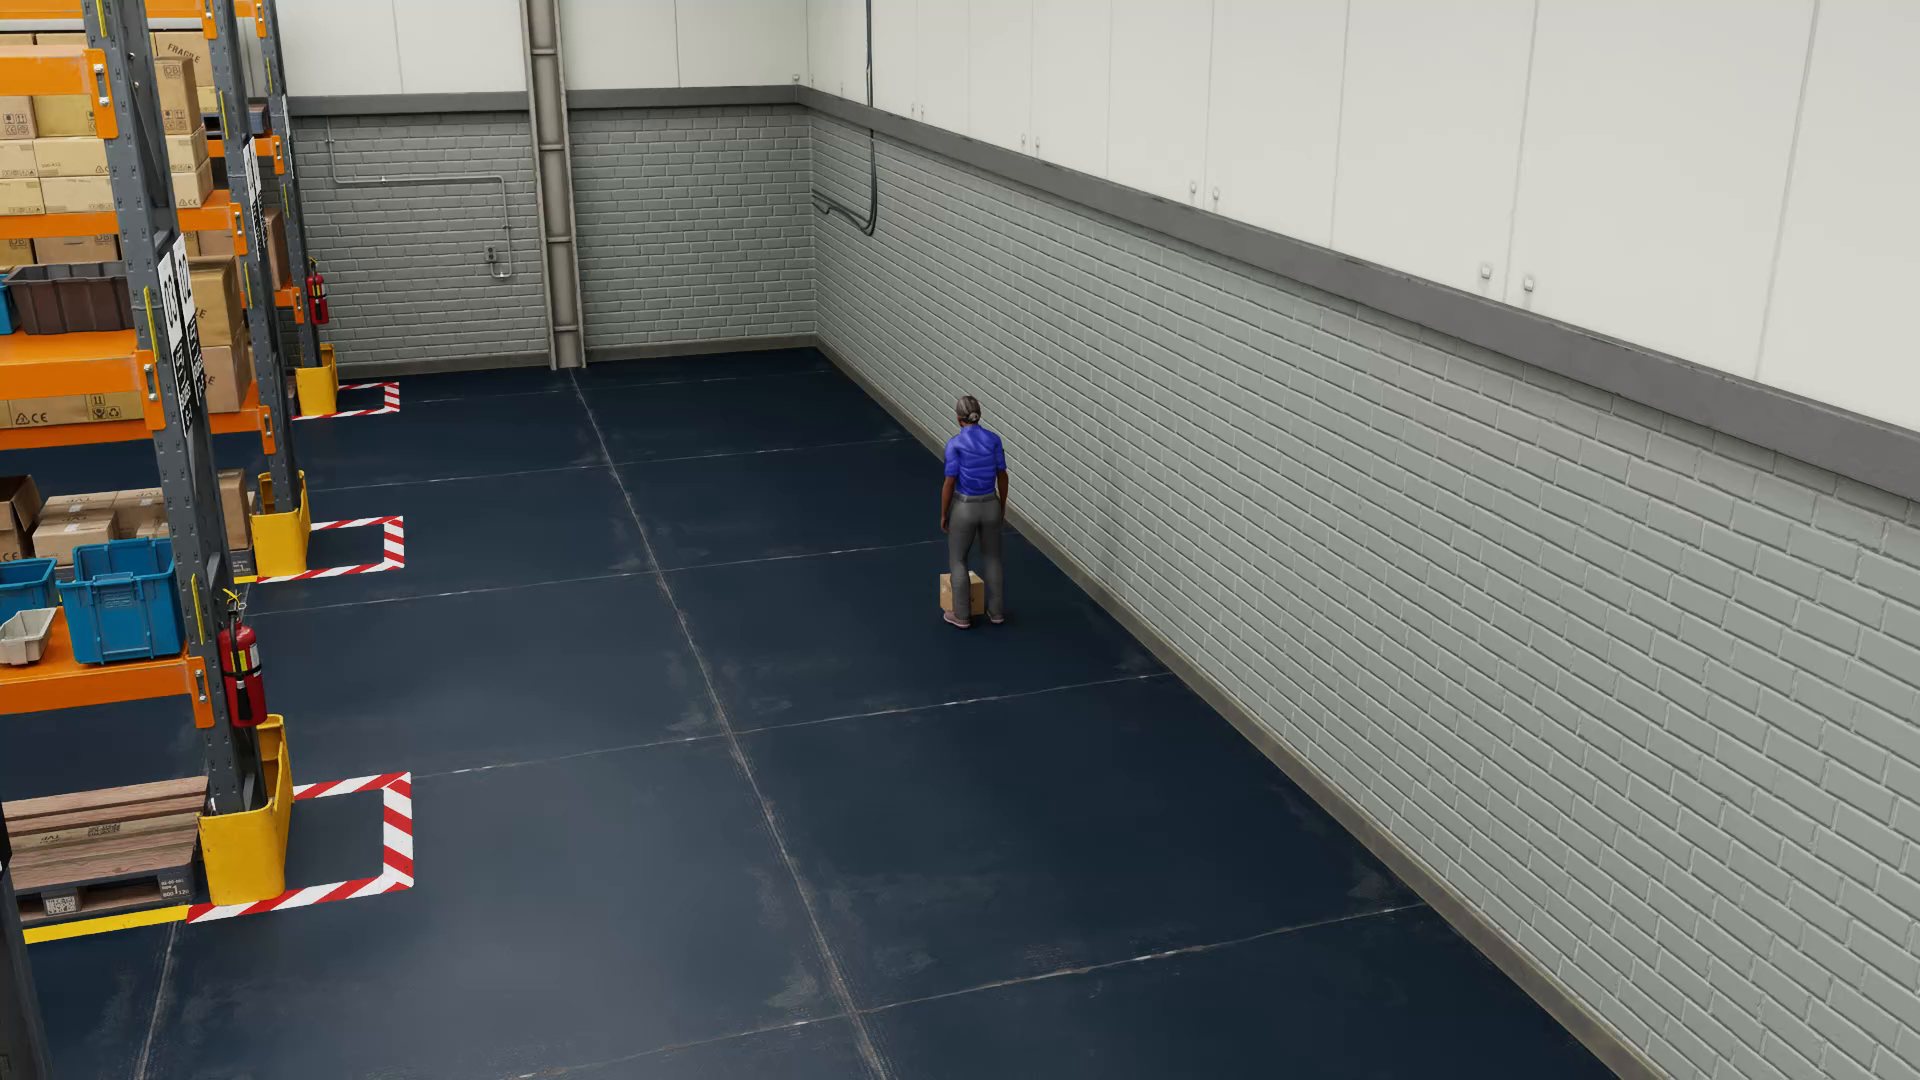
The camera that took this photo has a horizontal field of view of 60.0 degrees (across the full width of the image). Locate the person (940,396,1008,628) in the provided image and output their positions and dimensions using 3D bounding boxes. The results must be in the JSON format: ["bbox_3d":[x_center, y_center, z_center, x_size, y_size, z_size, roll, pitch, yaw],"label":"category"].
[{"bbox_3d":[0.103,-0.194,11.629,0.510,1.654,0.348,-7,21,-20],"label":"person"}]
